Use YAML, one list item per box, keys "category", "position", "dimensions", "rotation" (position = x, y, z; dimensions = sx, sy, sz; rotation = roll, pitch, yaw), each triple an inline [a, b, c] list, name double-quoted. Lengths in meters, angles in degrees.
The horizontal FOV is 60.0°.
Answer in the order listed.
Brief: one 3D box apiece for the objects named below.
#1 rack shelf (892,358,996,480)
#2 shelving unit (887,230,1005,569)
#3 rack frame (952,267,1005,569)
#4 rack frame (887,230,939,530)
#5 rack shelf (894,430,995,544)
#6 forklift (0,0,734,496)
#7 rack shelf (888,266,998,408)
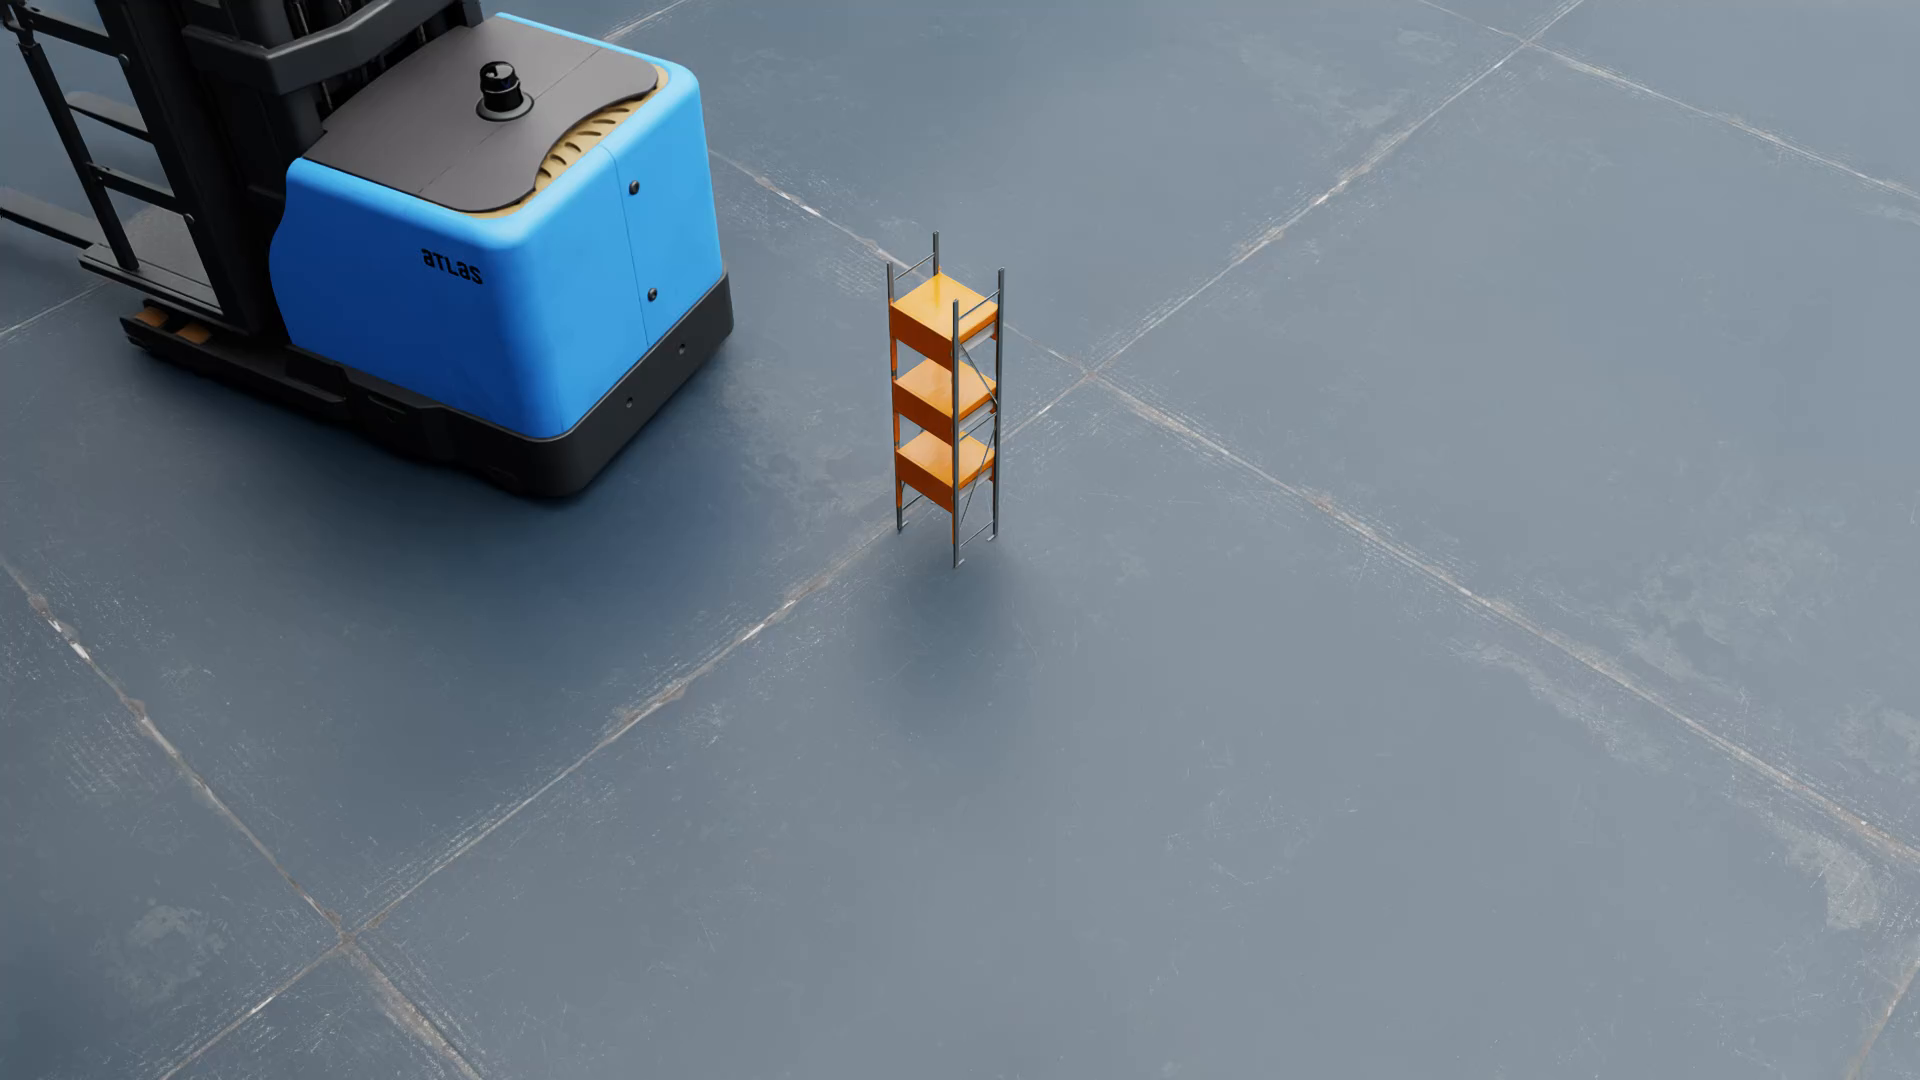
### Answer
- category: "rack shelf"
  position: [-0.039, -0.379, 4.900]
  dimensions: [0.240, 0.259, 0.215]
  rotation: [34, 55, 28]
- category: "shelving unit"
  position: [-0.039, -0.386, 4.892]
  dimensions: [0.252, 1.050, 0.215]
  rotation: [34, 55, 28]
- category: "rack frame"
  position: [0.050, -0.325, 4.835]
  dimensions: [0.008, 1.050, 0.200]
  rotation: [34, 55, 28]
- category: "rack frame"
  position: [-0.129, -0.446, 4.949]
  dimensions: [0.008, 1.050, 0.200]
  rotation: [34, 55, 28]
- category: "rack shelf"
  position: [-0.039, -0.188, 5.102]
  dimensions: [0.240, 0.259, 0.215]
  rotation: [34, 55, 28]
- category: "forklift"
  position: [-2.345, -1.912, 5.035]
  dimensions: [3.031, 2.935, 1.130]
  rotation: [21, 50, 18]
- category: "rack shelf"
  position: [-0.039, -0.573, 4.693]
  dimensions: [0.240, 0.259, 0.215]
  rotation: [34, 55, 28]
